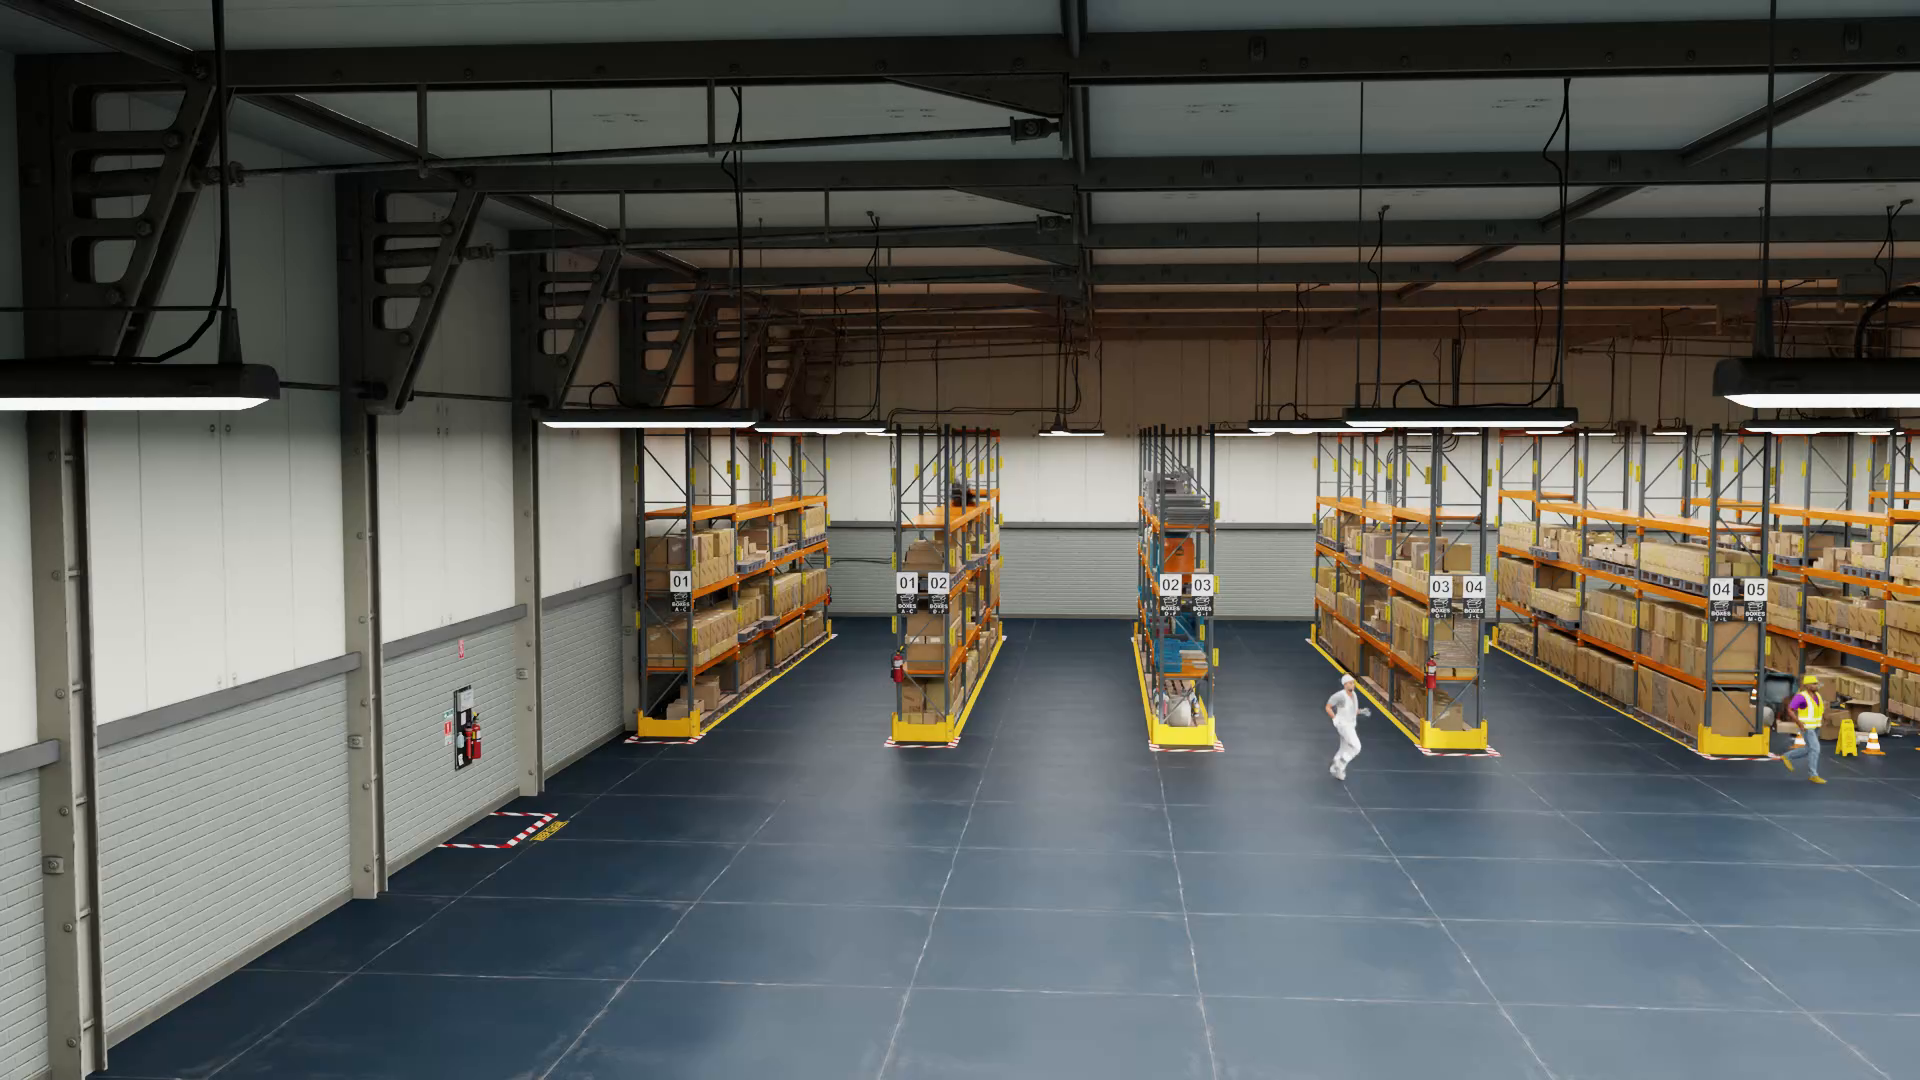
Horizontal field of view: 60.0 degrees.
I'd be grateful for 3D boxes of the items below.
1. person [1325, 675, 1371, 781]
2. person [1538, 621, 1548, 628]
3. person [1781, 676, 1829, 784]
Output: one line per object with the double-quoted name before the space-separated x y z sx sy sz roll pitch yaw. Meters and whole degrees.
"person" 6.525 3.140 27.865 0.667 1.770 0.620 3 4 39
"person" 16.568 2.118 47.398 0.956 1.490 0.495 -2 4 -30
"person" 14.170 3.137 27.859 0.707 1.770 0.853 -2 4 -30
